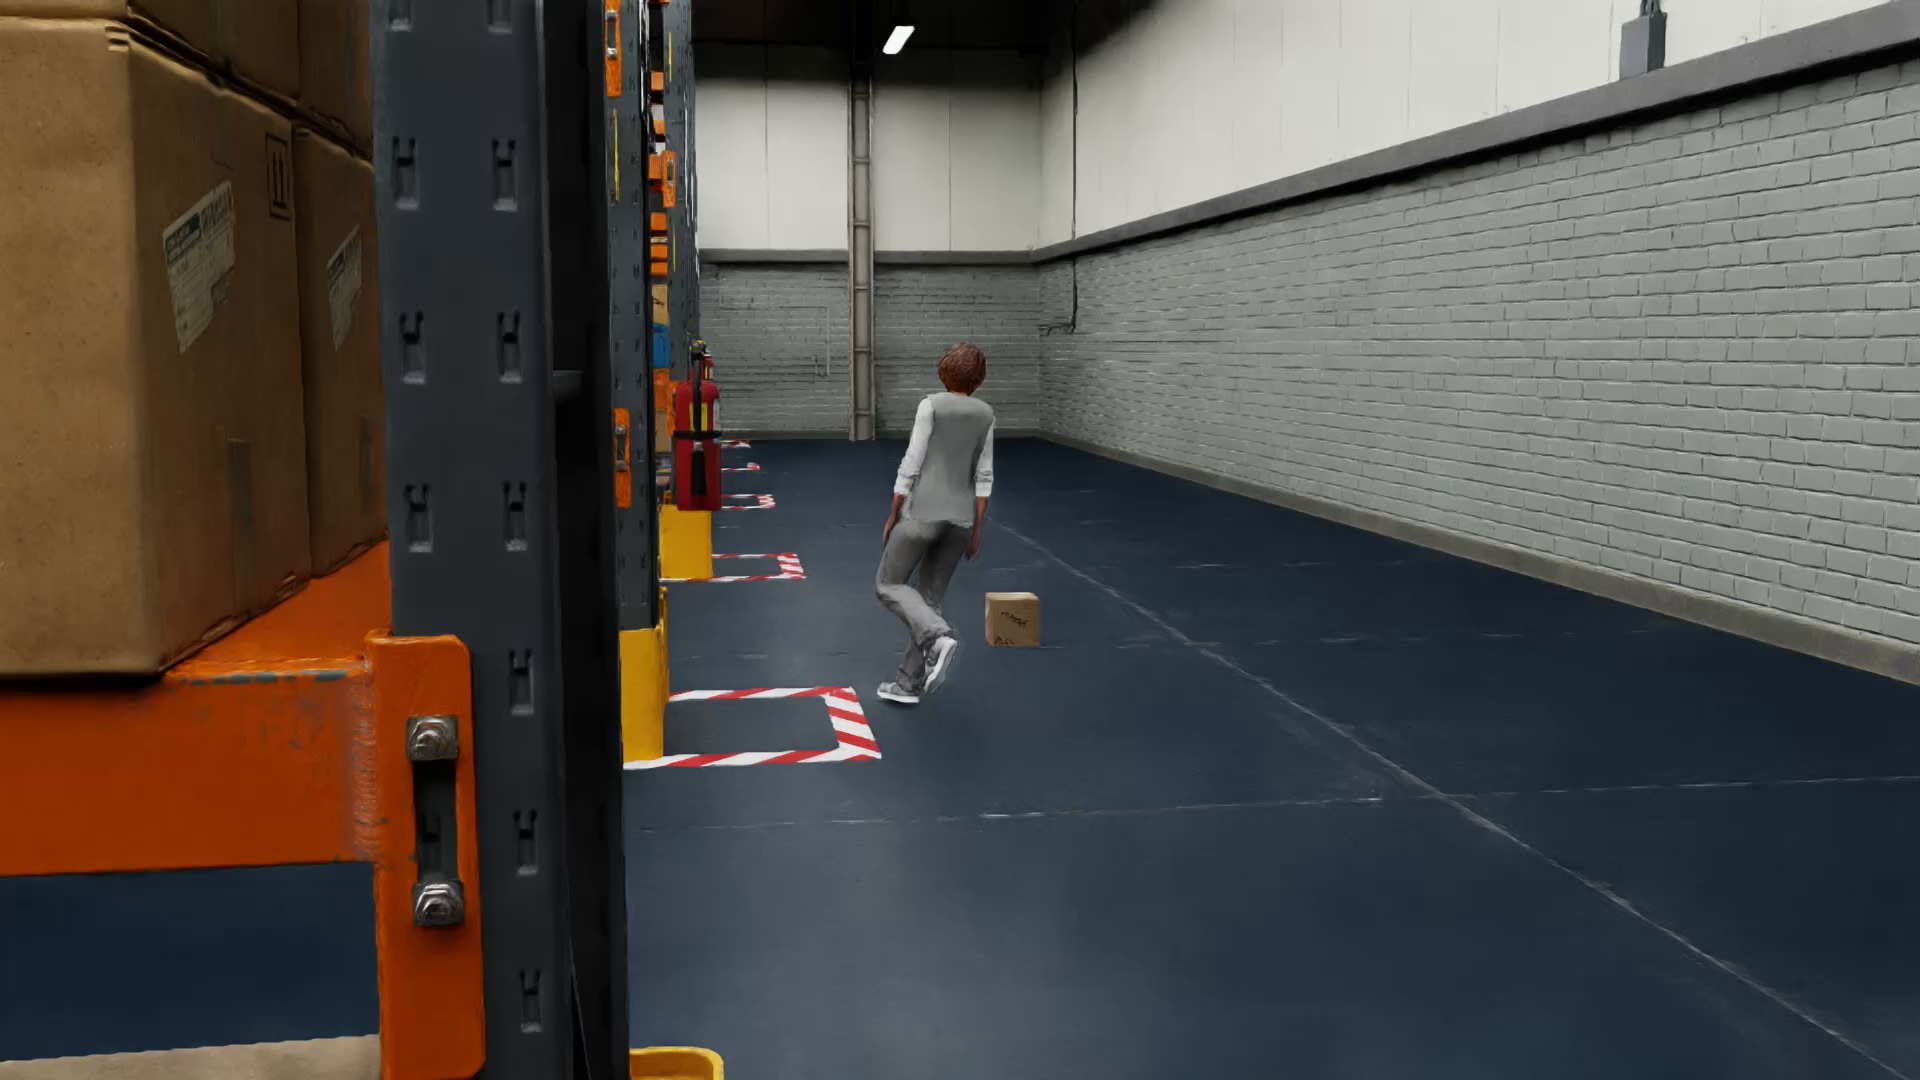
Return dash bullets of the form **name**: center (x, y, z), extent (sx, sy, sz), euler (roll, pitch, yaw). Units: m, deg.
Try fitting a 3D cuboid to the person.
- **person**: center (-0.081, -0.063, 7.171), extent (0.480, 1.567, 0.560), euler (-4, 8, -33)
